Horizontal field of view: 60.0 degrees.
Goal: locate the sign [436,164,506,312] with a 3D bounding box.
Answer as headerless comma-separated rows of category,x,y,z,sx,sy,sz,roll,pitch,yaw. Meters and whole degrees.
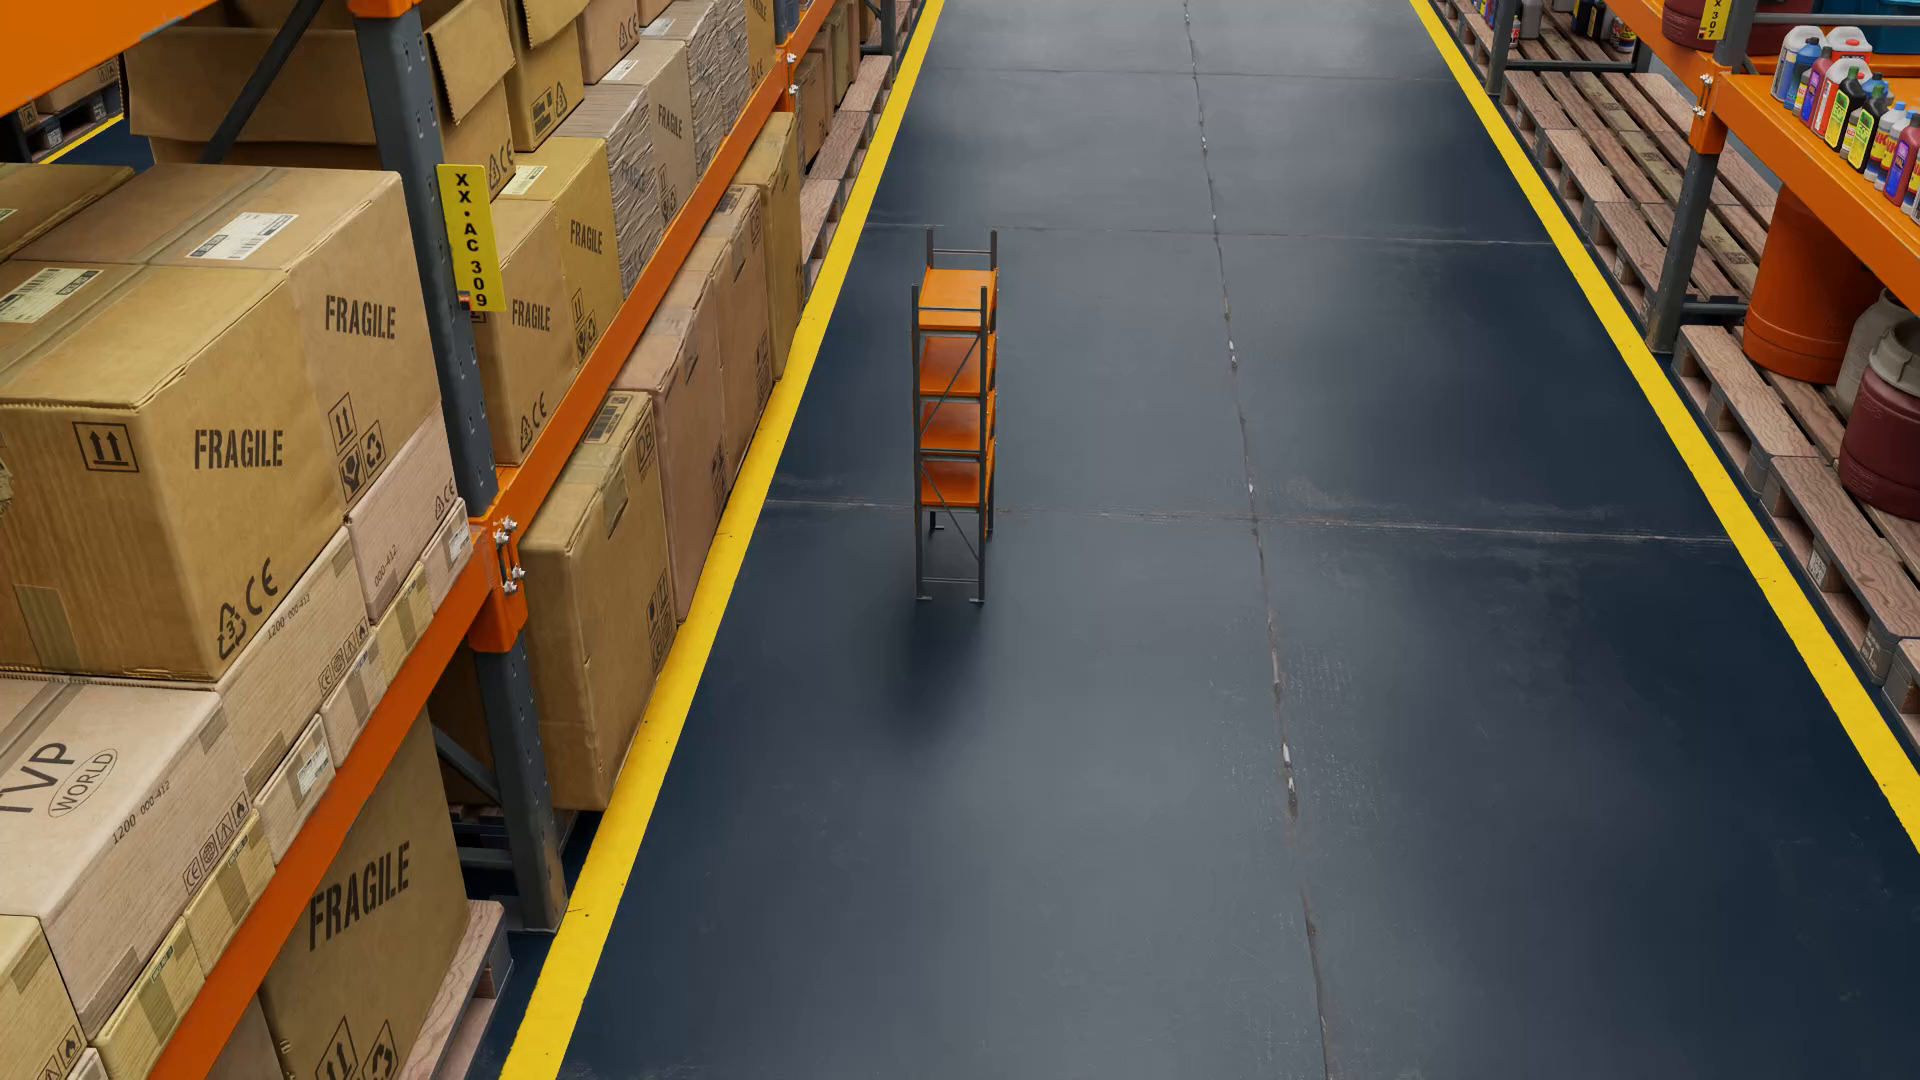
sign,-1.034,-0.636,3.523,0.100,0.325,0.005,2,32,4

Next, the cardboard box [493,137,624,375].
cardboard box,-1.260,-0.792,4.581,0.500,0.500,0.500,3,32,4

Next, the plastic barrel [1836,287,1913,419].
plastic barrel,3.696,-0.701,6.499,0.421,0.512,0.421,0,32,0

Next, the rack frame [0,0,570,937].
rack frame,-1.587,-0.257,3.808,1.000,3.000,0.127,2,32,4

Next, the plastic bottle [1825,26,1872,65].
plastic bottle,3.470,-1.865,6.536,0.152,0.276,0.135,2,32,4

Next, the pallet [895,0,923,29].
pallet,-0.819,-4.245,12.937,1.003,0.211,1.213,2,32,4

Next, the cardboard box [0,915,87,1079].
cardboard box,-1.487,0.725,2.074,0.500,0.250,0.500,2,32,3

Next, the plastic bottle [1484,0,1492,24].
plastic bottle,3.754,-3.796,11.720,0.061,0.283,0.133,5,32,7

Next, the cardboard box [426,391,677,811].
cardboard box,-1.555,0.133,4.799,1.225,0.875,0.875,3,32,4

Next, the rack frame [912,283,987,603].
rack frame,-0.033,-0.297,5.588,0.240,1.200,0.015,2,32,4

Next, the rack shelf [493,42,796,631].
rack shelf,-1.424,-0.996,5.693,1.077,0.370,4.000,2,32,4

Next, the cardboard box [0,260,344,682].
cardboard box,-1.403,-0.125,2.739,0.500,0.500,0.500,3,32,4

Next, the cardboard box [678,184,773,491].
cardboard box,-1.418,-0.797,6.309,1.225,0.875,0.875,3,32,4

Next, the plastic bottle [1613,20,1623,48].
plastic bottle,4.472,-3.425,11.197,0.097,0.201,0.097,0,32,0

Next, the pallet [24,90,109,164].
pallet,-5.955,-2.471,10.059,1.003,0.211,1.213,2,32,4

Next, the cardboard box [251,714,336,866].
cardboard box,-1.348,0.427,2.938,0.380,0.149,0.250,3,32,5

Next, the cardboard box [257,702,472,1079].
cardboard box,-1.720,0.811,3.700,0.875,0.875,0.875,2,32,4

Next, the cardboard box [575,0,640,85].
cardboard box,-1.441,-1.745,5.171,0.797,0.503,0.637,3,32,6

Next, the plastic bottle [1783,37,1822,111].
plastic bottle,3.281,-1.810,6.451,0.097,0.271,0.097,0,32,0

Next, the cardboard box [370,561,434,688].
cardboard box,-1.306,0.159,3.373,0.380,0.149,0.250,3,32,5

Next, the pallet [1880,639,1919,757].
pallet,3.454,0.740,4.848,1.003,0.211,1.213,2,32,4

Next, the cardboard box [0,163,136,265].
cardboard box,-1.881,-0.399,3.183,0.500,0.500,0.500,2,32,4

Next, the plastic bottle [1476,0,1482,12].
plastic bottle,3.825,-3.959,11.992,0.152,0.276,0.135,3,32,5

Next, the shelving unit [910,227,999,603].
shelving unit,-0.013,-0.424,5.795,0.258,1.200,0.503,2,32,4

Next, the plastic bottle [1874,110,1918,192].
plastic bottle,3.206,-1.327,5.667,0.097,0.271,0.097,0,32,0

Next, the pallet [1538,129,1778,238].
pallet,3.879,-1.989,9.277,1.003,0.211,1.213,2,32,4

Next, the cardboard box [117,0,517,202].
cardboard box,-1.543,-1.061,4.061,0.797,0.503,0.637,2,32,3

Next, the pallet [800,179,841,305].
pallet,-1.196,-1.570,8.596,1.003,0.211,1.213,2,32,4

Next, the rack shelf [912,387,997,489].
rack shelf,-0.013,-0.367,5.830,0.258,0.148,0.480,2,32,4

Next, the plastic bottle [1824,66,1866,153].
plastic bottle,3.224,-1.565,6.041,0.061,0.283,0.133,2,32,4

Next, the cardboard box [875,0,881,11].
cardboard box,-0.824,-4.062,11.964,0.500,0.500,0.500,13,34,19

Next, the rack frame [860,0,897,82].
rack frame,-0.935,-4.440,10.596,1.000,3.000,0.127,2,32,4

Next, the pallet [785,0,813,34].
pallet,-1.309,-2.644,7.864,1.213,0.211,1.003,2,32,4

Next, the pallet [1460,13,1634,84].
pallet,4.097,-3.391,11.551,1.003,0.211,1.213,2,32,4

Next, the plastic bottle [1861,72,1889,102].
plastic bottle,3.304,-1.566,6.054,0.097,0.271,0.097,0,32,0

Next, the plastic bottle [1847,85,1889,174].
plastic bottle,3.205,-1.444,5.845,0.061,0.283,0.133,2,32,4

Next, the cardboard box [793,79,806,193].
cardboard box,-1.194,-2.113,8.783,0.700,0.500,0.500,0,32,0

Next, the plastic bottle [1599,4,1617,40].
plastic bottle,4.463,-3.574,11.368,0.152,0.276,0.135,4,32,6

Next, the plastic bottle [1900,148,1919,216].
plastic bottle,3.187,-1.206,5.471,0.097,0.271,0.097,0,32,0

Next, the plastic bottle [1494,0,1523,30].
plastic bottle,3.766,-3.637,11.398,0.144,0.351,0.185,2,32,3

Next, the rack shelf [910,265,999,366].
rack shelf,-0.013,-0.759,5.589,0.258,0.148,0.480,2,32,4

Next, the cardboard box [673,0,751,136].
cardboard box,-1.101,-1.862,6.317,0.500,0.500,0.500,2,32,4

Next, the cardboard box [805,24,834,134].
cardboard box,-1.110,-2.702,9.738,0.700,0.500,0.500,0,32,0

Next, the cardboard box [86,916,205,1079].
cardboard box,-1.389,0.696,2.502,0.380,0.149,0.250,2,32,3

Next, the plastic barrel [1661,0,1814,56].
plastic barrel,3.411,-2.450,7.237,0.600,0.536,0.708,2,32,4

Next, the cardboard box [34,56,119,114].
cardboard box,-5.914,-3.093,10.154,1.050,0.750,0.750,2,32,4

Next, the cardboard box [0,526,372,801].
cardboard box,-1.401,0.193,2.937,0.500,0.250,0.500,3,32,5

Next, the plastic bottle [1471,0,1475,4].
plastic bottle,3.816,-4.074,12.182,0.097,0.271,0.097,0,32,0

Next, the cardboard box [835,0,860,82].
cardboard box,-1.007,-3.243,10.616,0.700,0.500,0.500,0,32,0

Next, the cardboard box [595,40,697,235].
cardboard box,-1.182,-1.324,5.444,0.500,0.500,0.500,3,32,5

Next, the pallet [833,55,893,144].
pallet,-0.997,-2.846,10.666,1.003,0.211,1.213,2,32,4

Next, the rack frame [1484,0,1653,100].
rack frame,4.001,-4.228,10.252,1.000,3.000,0.127,2,32,4

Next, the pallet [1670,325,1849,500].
pallet,3.653,-0.536,6.918,1.003,0.211,1.213,2,32,4

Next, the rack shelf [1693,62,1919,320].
rack shelf,3.513,-0.785,5.350,1.077,0.370,4.000,2,32,4

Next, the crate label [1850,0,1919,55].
crate label,4.083,-2.270,7.234,0.303,0.233,0.416,2,32,4

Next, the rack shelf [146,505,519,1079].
rack shelf,-1.750,1.095,2.299,1.077,0.370,4.000,2,32,4

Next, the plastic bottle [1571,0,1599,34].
plastic bottle,4.337,-3.699,11.498,0.144,0.351,0.185,2,32,4

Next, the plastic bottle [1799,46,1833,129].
plastic bottle,3.246,-1.705,6.268,0.061,0.283,0.133,2,32,4

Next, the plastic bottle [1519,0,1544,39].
plastic bottle,3.910,-3.631,11.388,0.144,0.351,0.185,2,32,4
